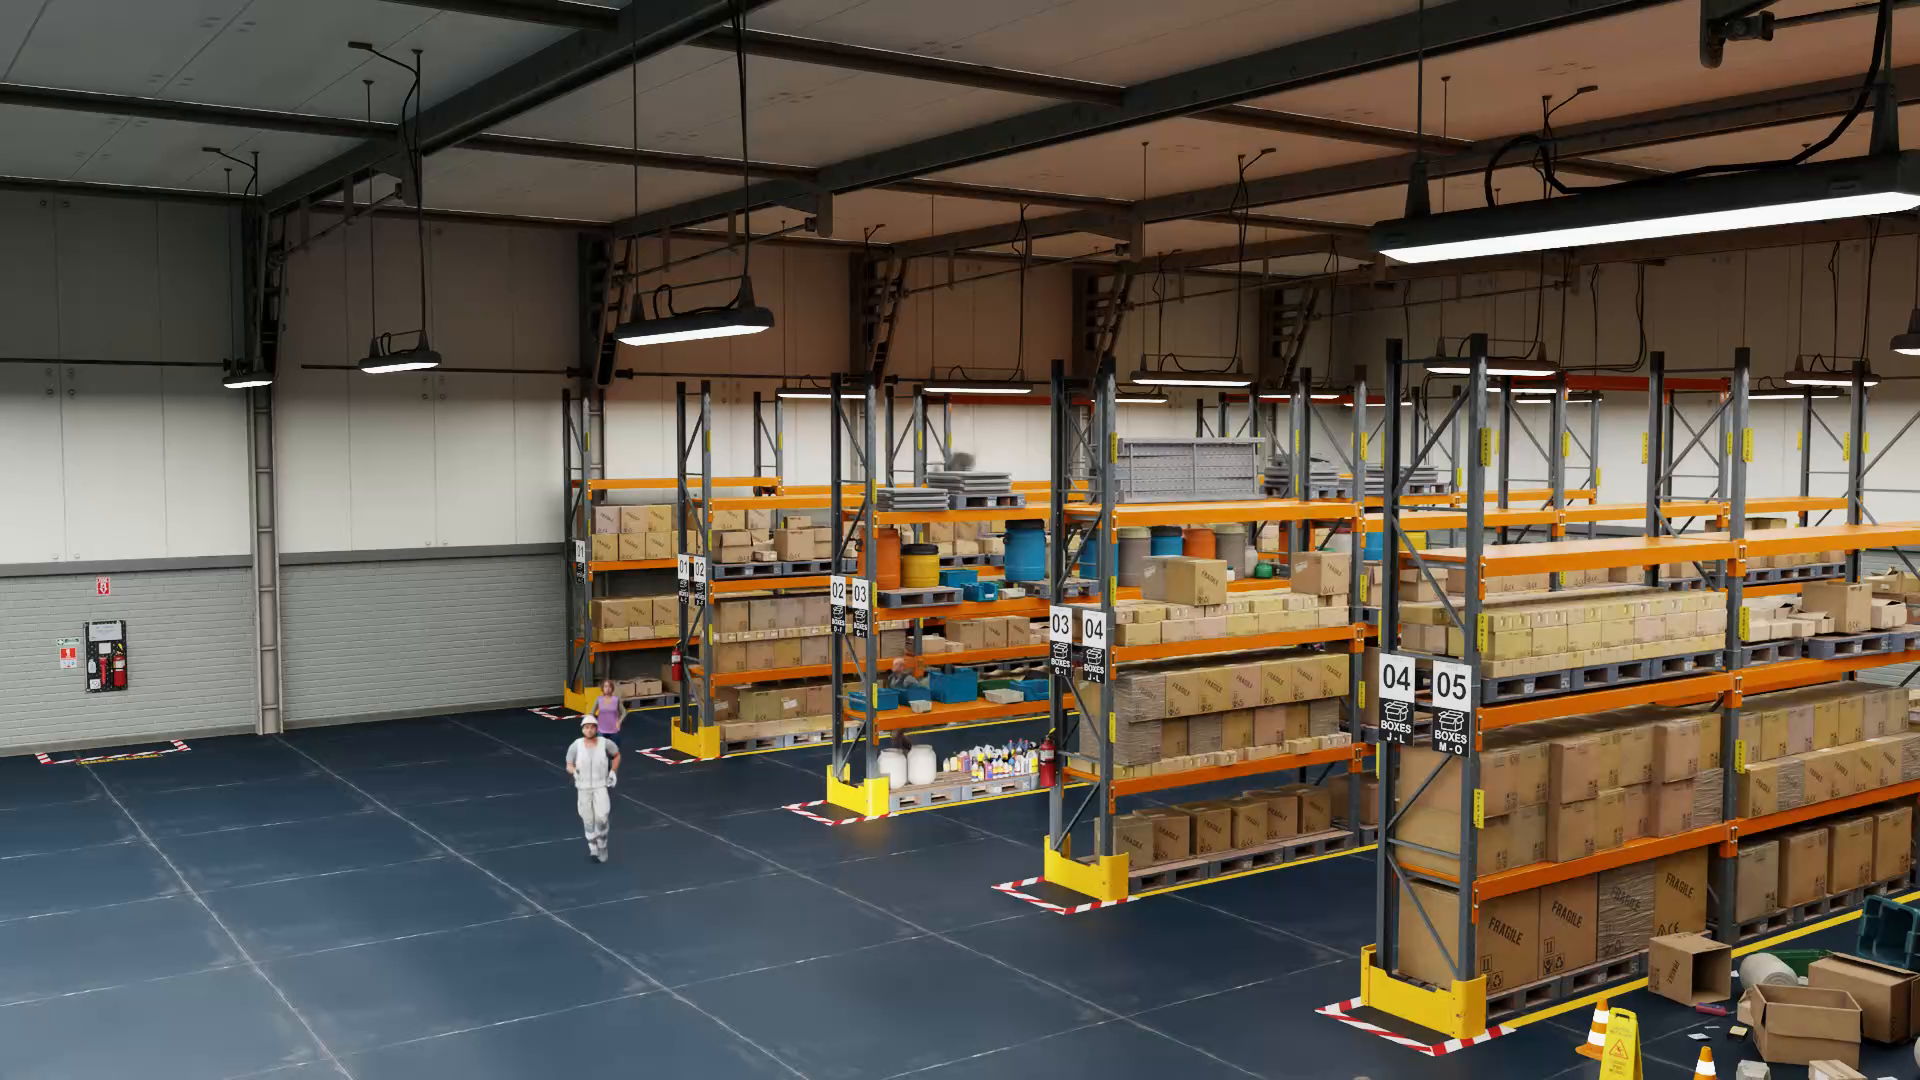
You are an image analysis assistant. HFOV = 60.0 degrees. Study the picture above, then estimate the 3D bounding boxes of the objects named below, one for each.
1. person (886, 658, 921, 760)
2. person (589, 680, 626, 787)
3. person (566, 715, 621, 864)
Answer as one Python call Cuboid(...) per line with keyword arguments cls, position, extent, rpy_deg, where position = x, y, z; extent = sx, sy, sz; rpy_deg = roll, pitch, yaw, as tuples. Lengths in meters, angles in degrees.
Cuboid(cls="person", position=(-0.903, 2.669, 25.469), extent=(0.824, 1.742, 0.681), rpy_deg=(-3, 5, -43))
Cuboid(cls="person", position=(-5.180, 2.819, 24.444), extent=(0.536, 1.547, 0.559), rpy_deg=(-1, 4, -11))
Cuboid(cls="person", position=(-4.406, 2.996, 19.956), extent=(0.628, 1.784, 0.692), rpy_deg=(0, 4, -7))
